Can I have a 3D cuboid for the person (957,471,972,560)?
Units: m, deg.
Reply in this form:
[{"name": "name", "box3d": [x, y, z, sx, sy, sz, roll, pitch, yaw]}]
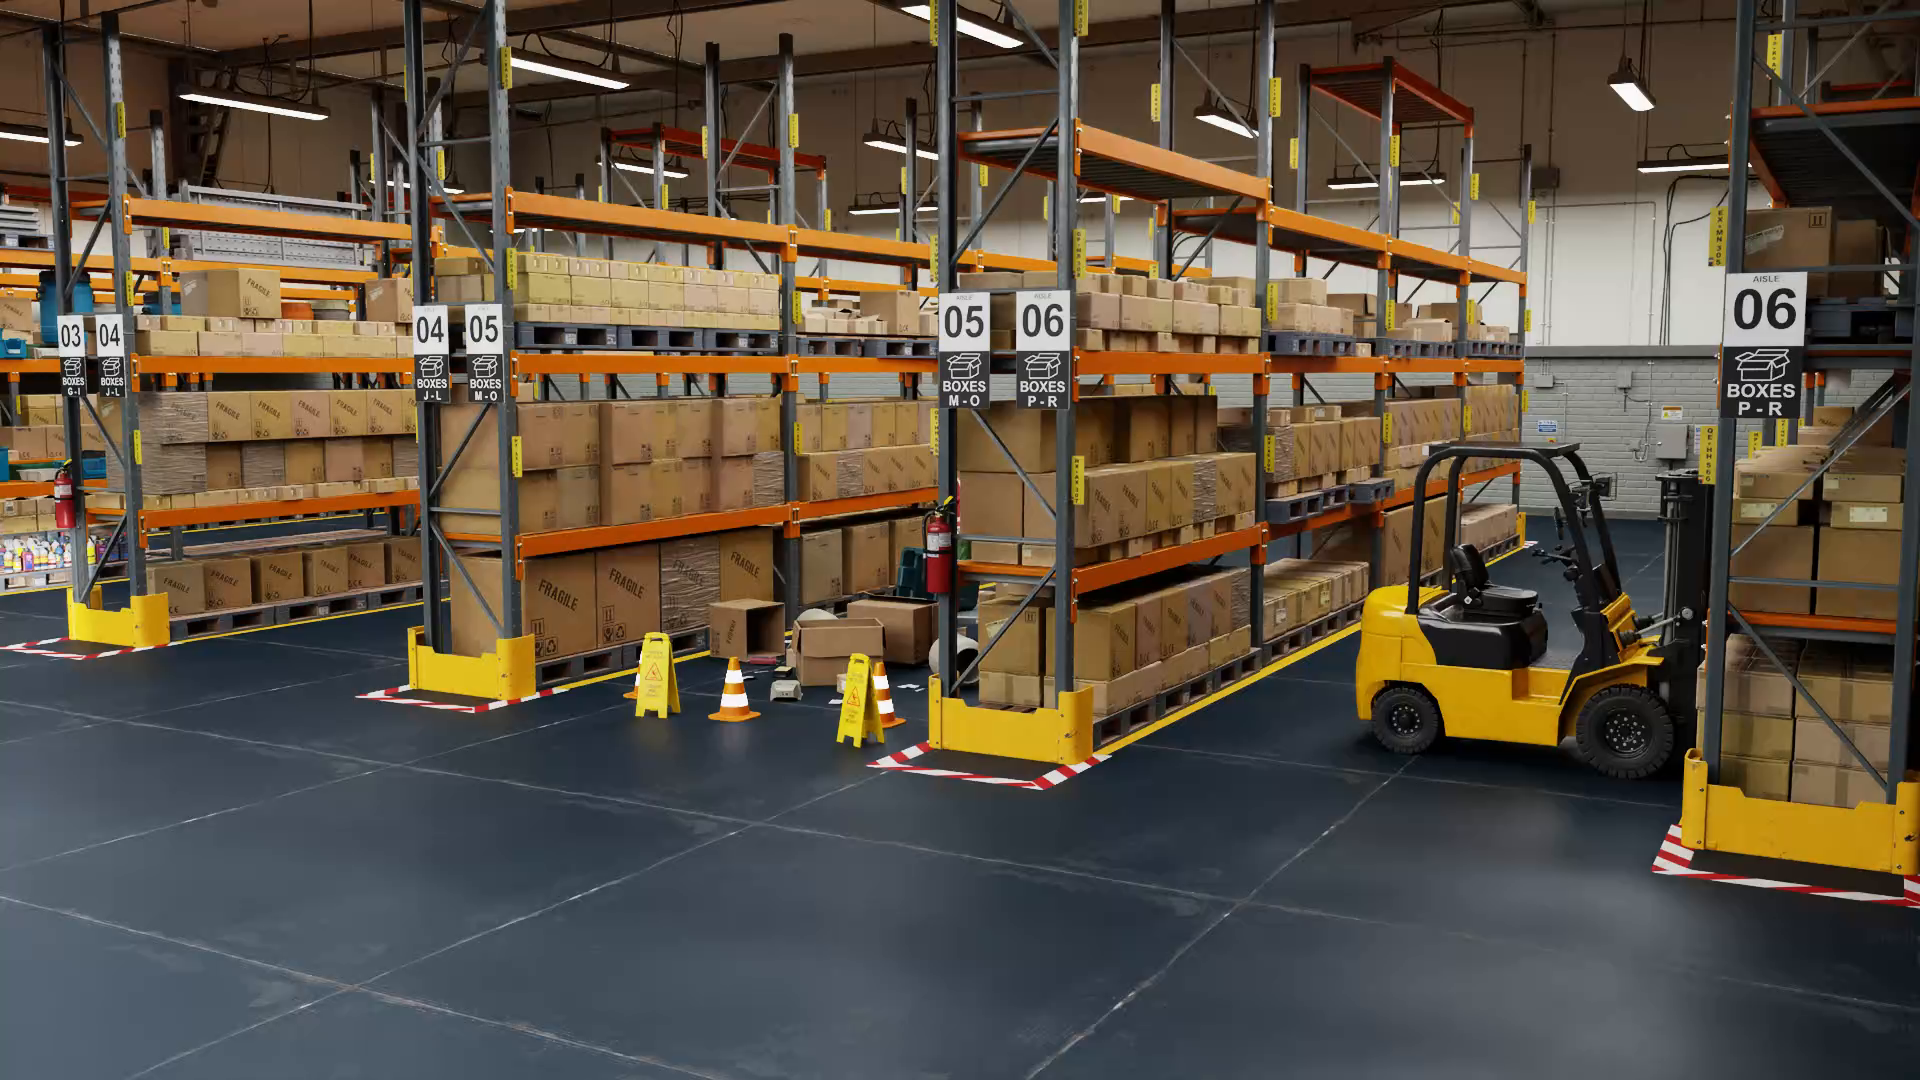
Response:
[{"name": "person", "box3d": [0.081, -0.080, 18.154, 0.562, 1.789, 0.638, 3, 7, 29]}]
